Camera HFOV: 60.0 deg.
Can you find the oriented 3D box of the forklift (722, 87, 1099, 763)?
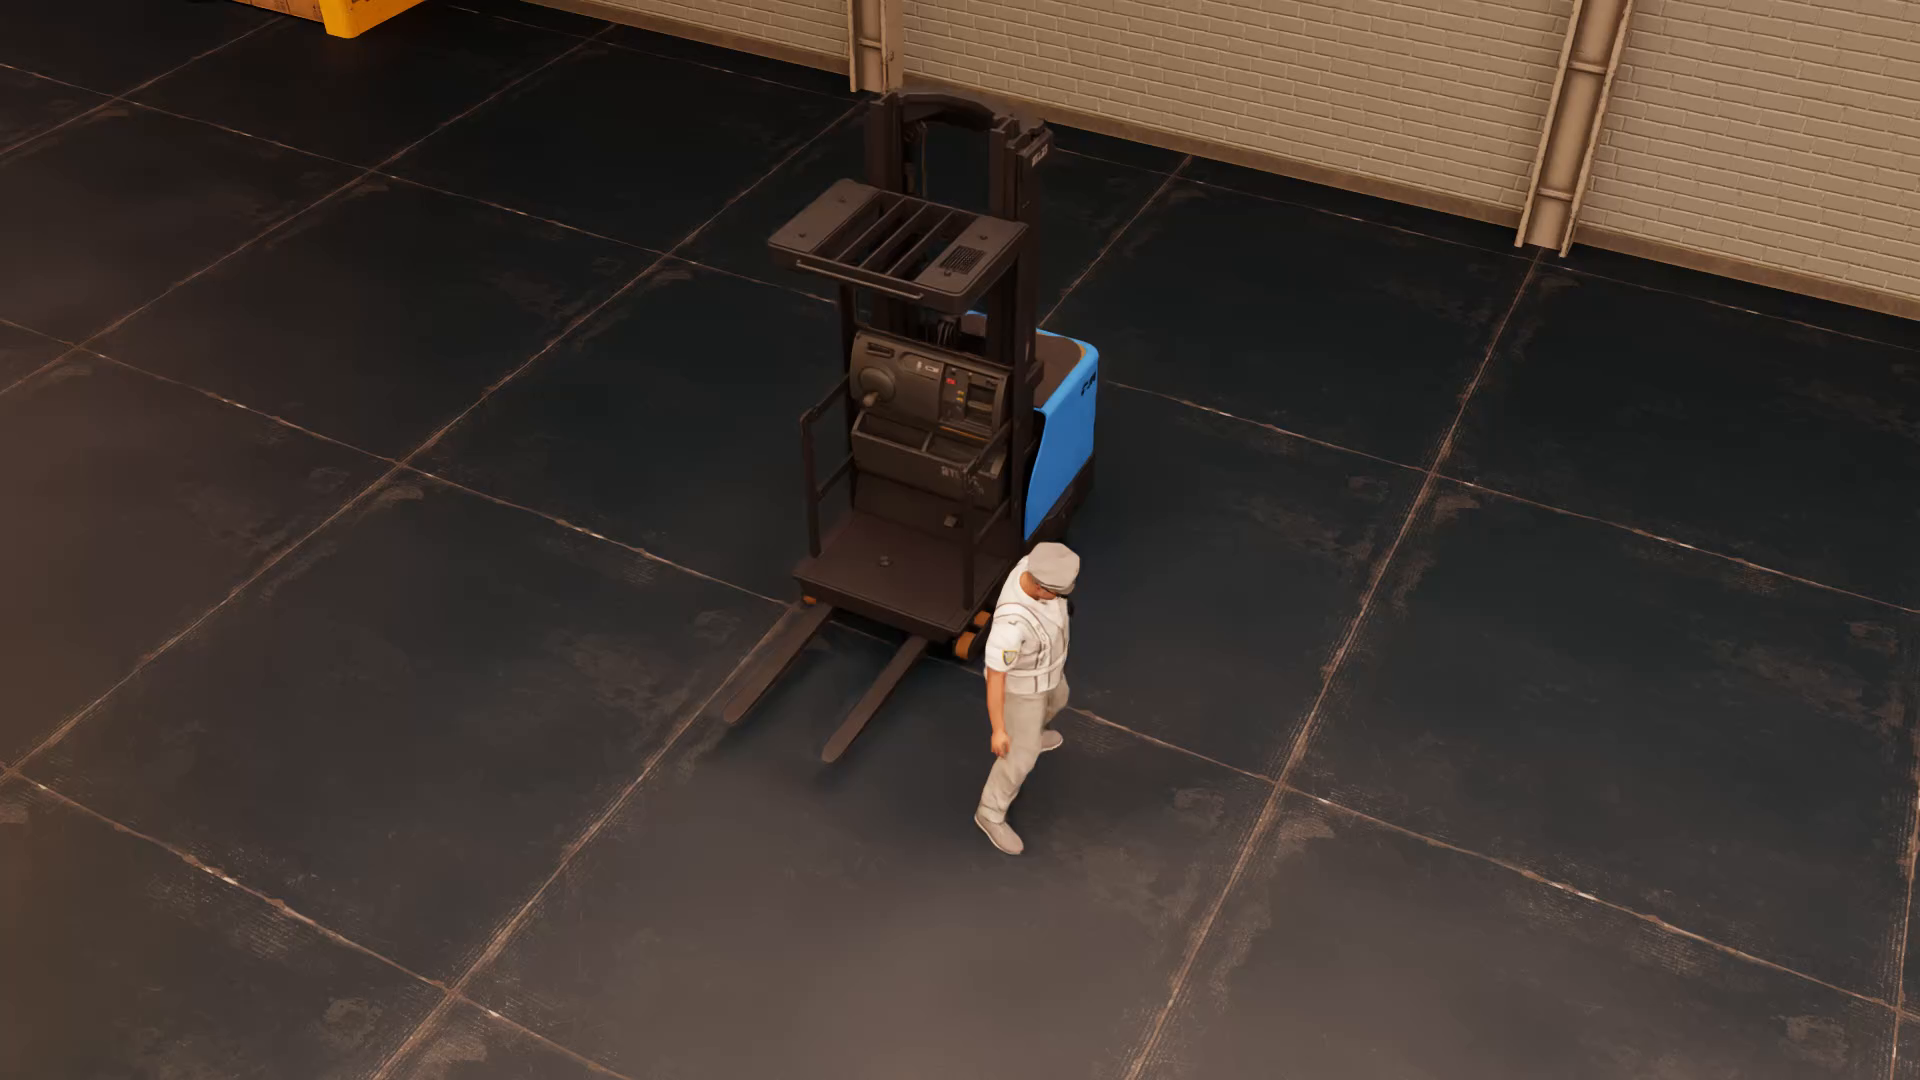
[{"bbox_3d":[-0.272,-0.768,8.899,1.130,2.935,3.031,18,43,20],"label":"forklift"}]

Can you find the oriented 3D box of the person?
[{"bbox_3d":[0.350,0.667,8.176,0.451,1.714,0.947,12,42,14],"label":"person"}]
